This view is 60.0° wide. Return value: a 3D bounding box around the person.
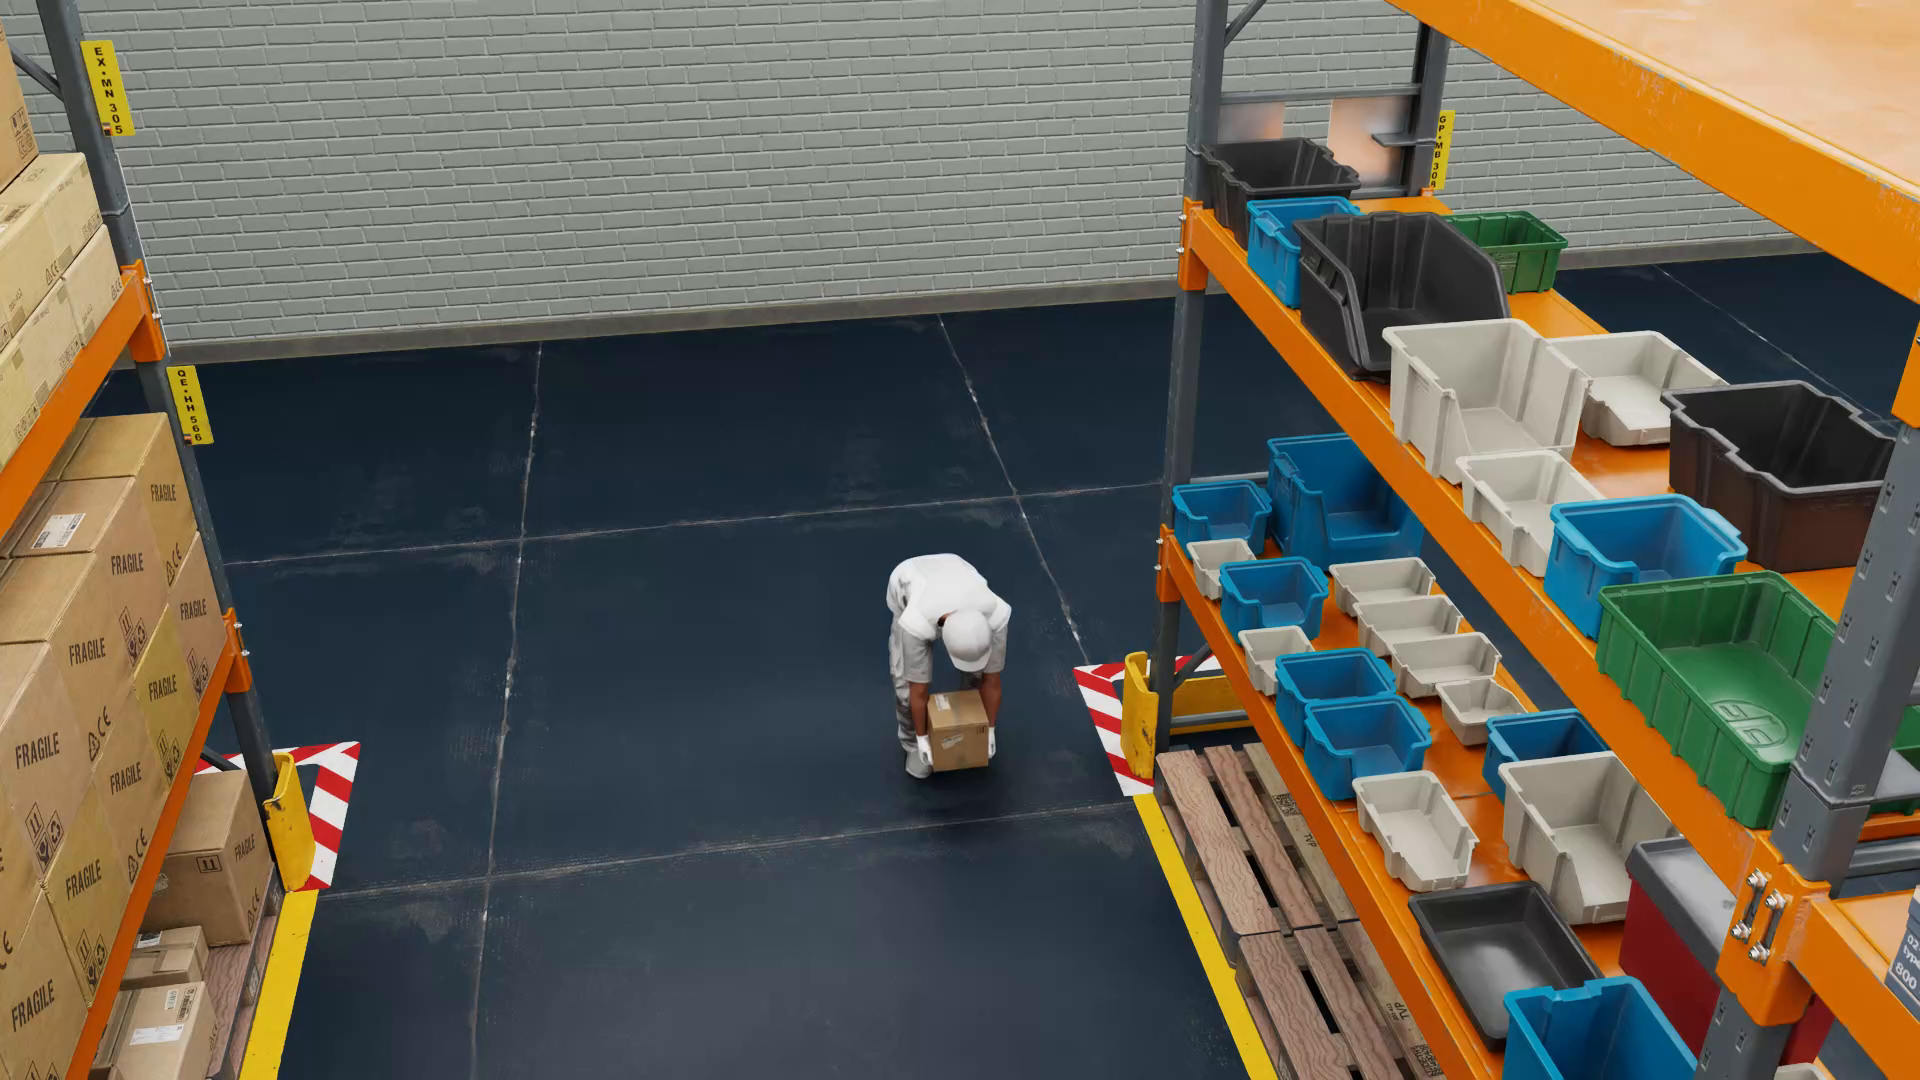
[{"bbox_3d":[-0.047,0.627,7.656,0.516,1.167,0.967,-7,31,-11],"label":"person"}]
